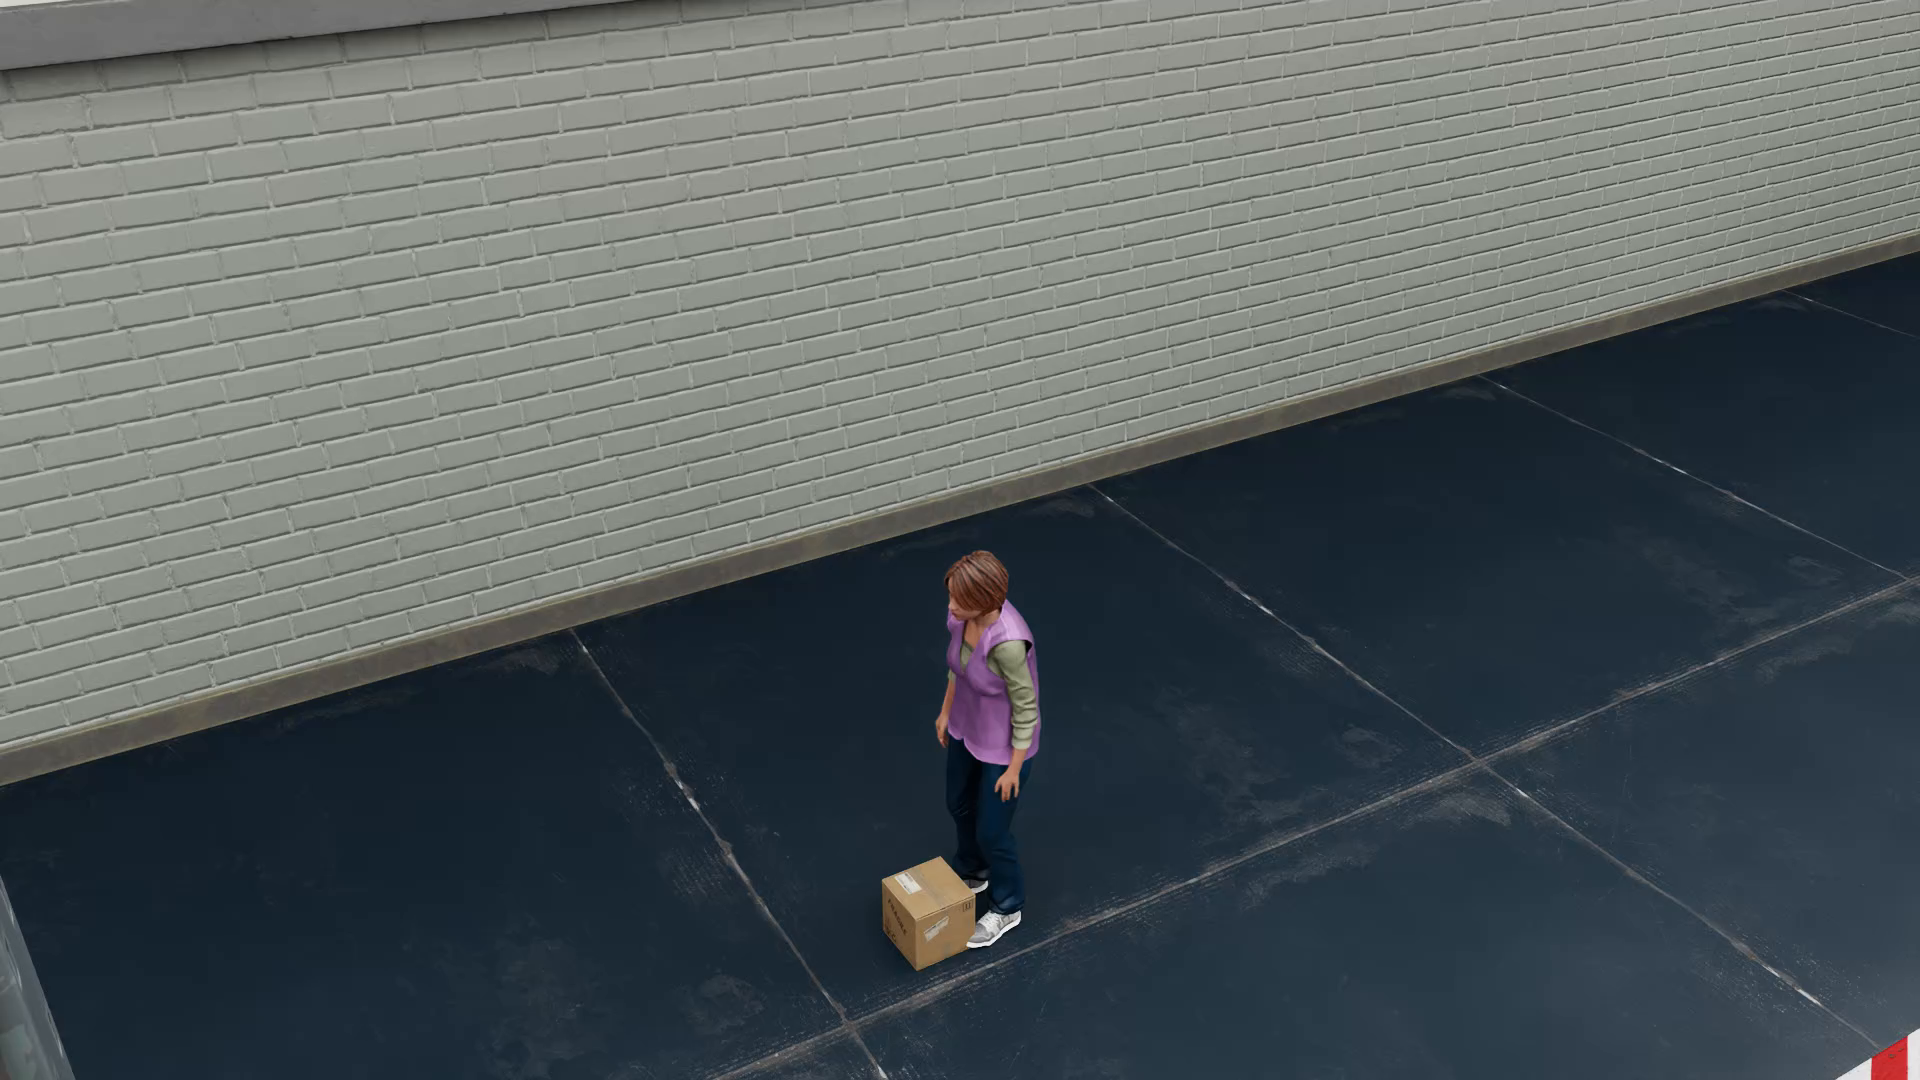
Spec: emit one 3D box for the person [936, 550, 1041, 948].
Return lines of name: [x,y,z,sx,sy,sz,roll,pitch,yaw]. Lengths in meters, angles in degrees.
person: [0.092,0.717,5.864,0.340,1.594,0.483,-18,34,-28]
